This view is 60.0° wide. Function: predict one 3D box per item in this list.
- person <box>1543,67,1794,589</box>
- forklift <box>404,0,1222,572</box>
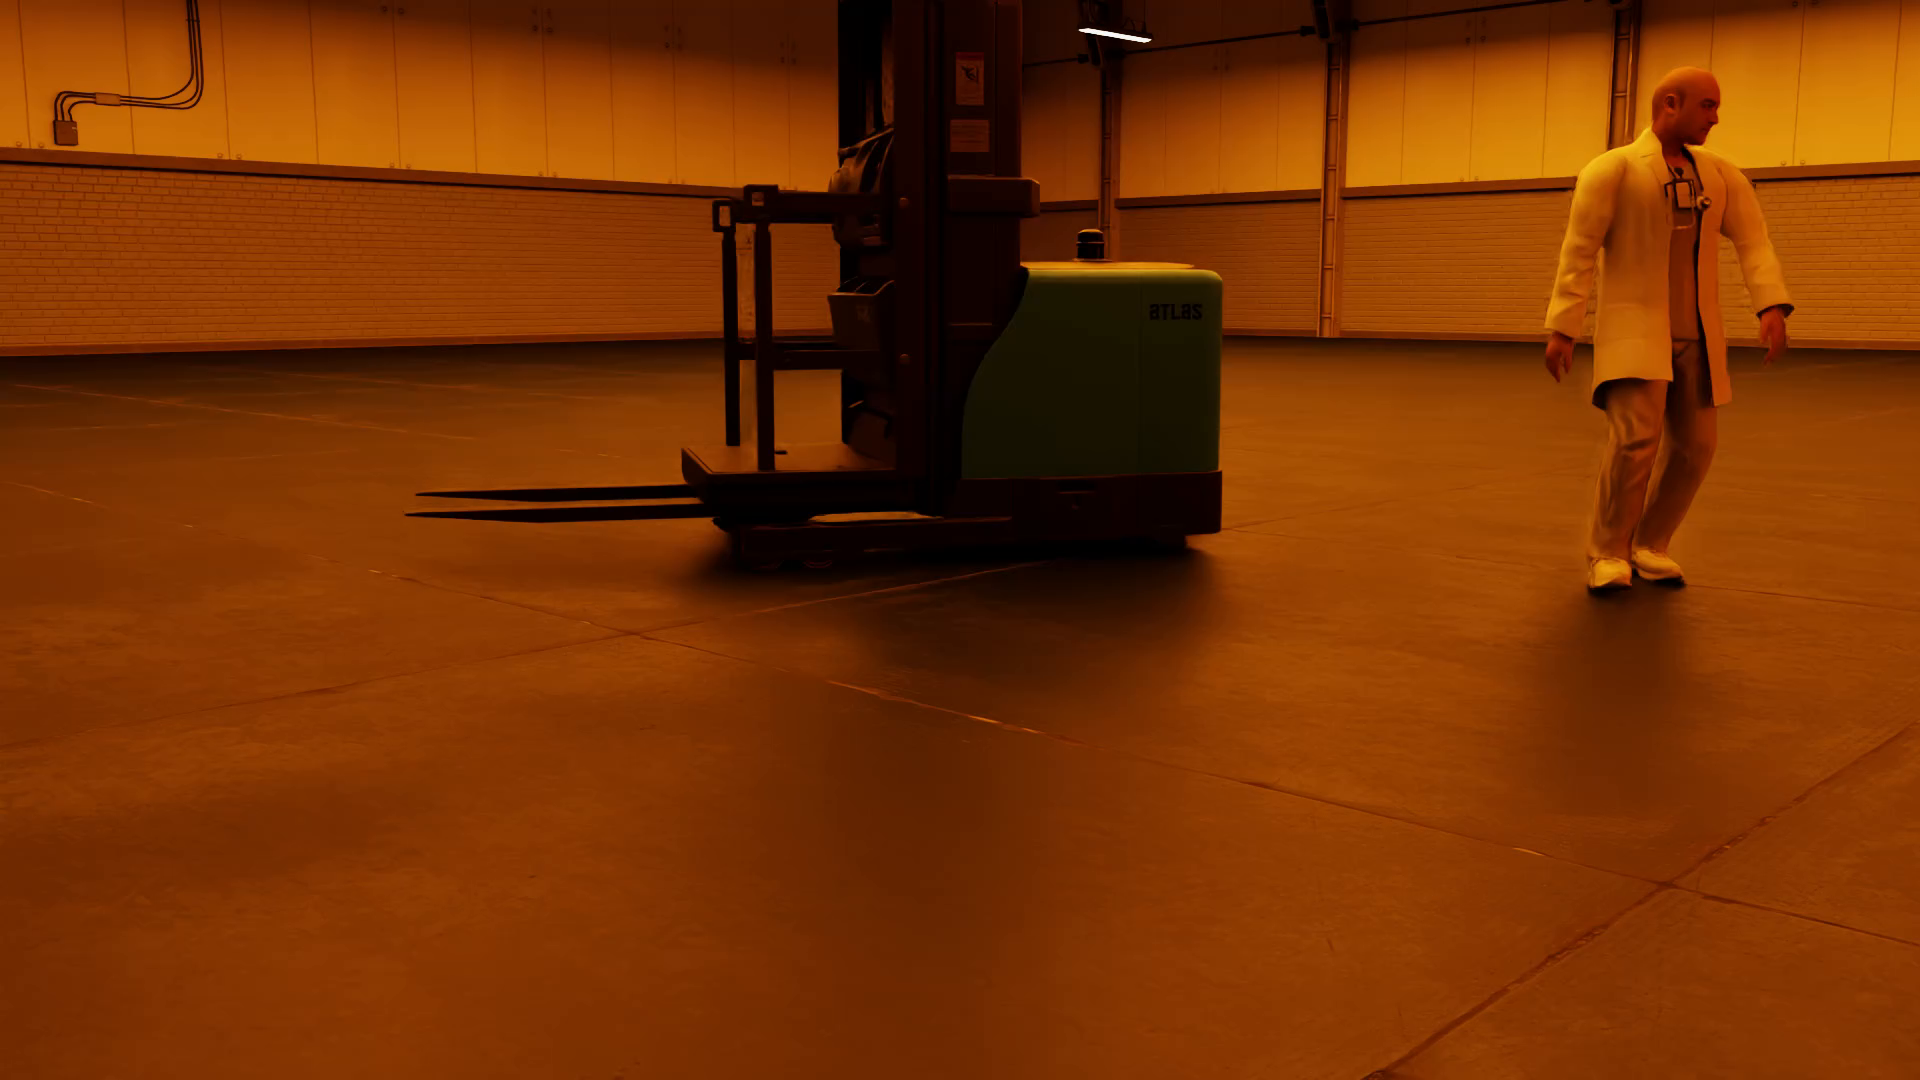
[{"bbox_3d":[2.318,-0.698,5.575,0.712,1.727,0.676,-2,9,-13],"label":"person"},{"bbox_3d":[-0.561,-1.423,6.323,3.031,2.935,1.130,-2,9,-14],"label":"forklift"}]
